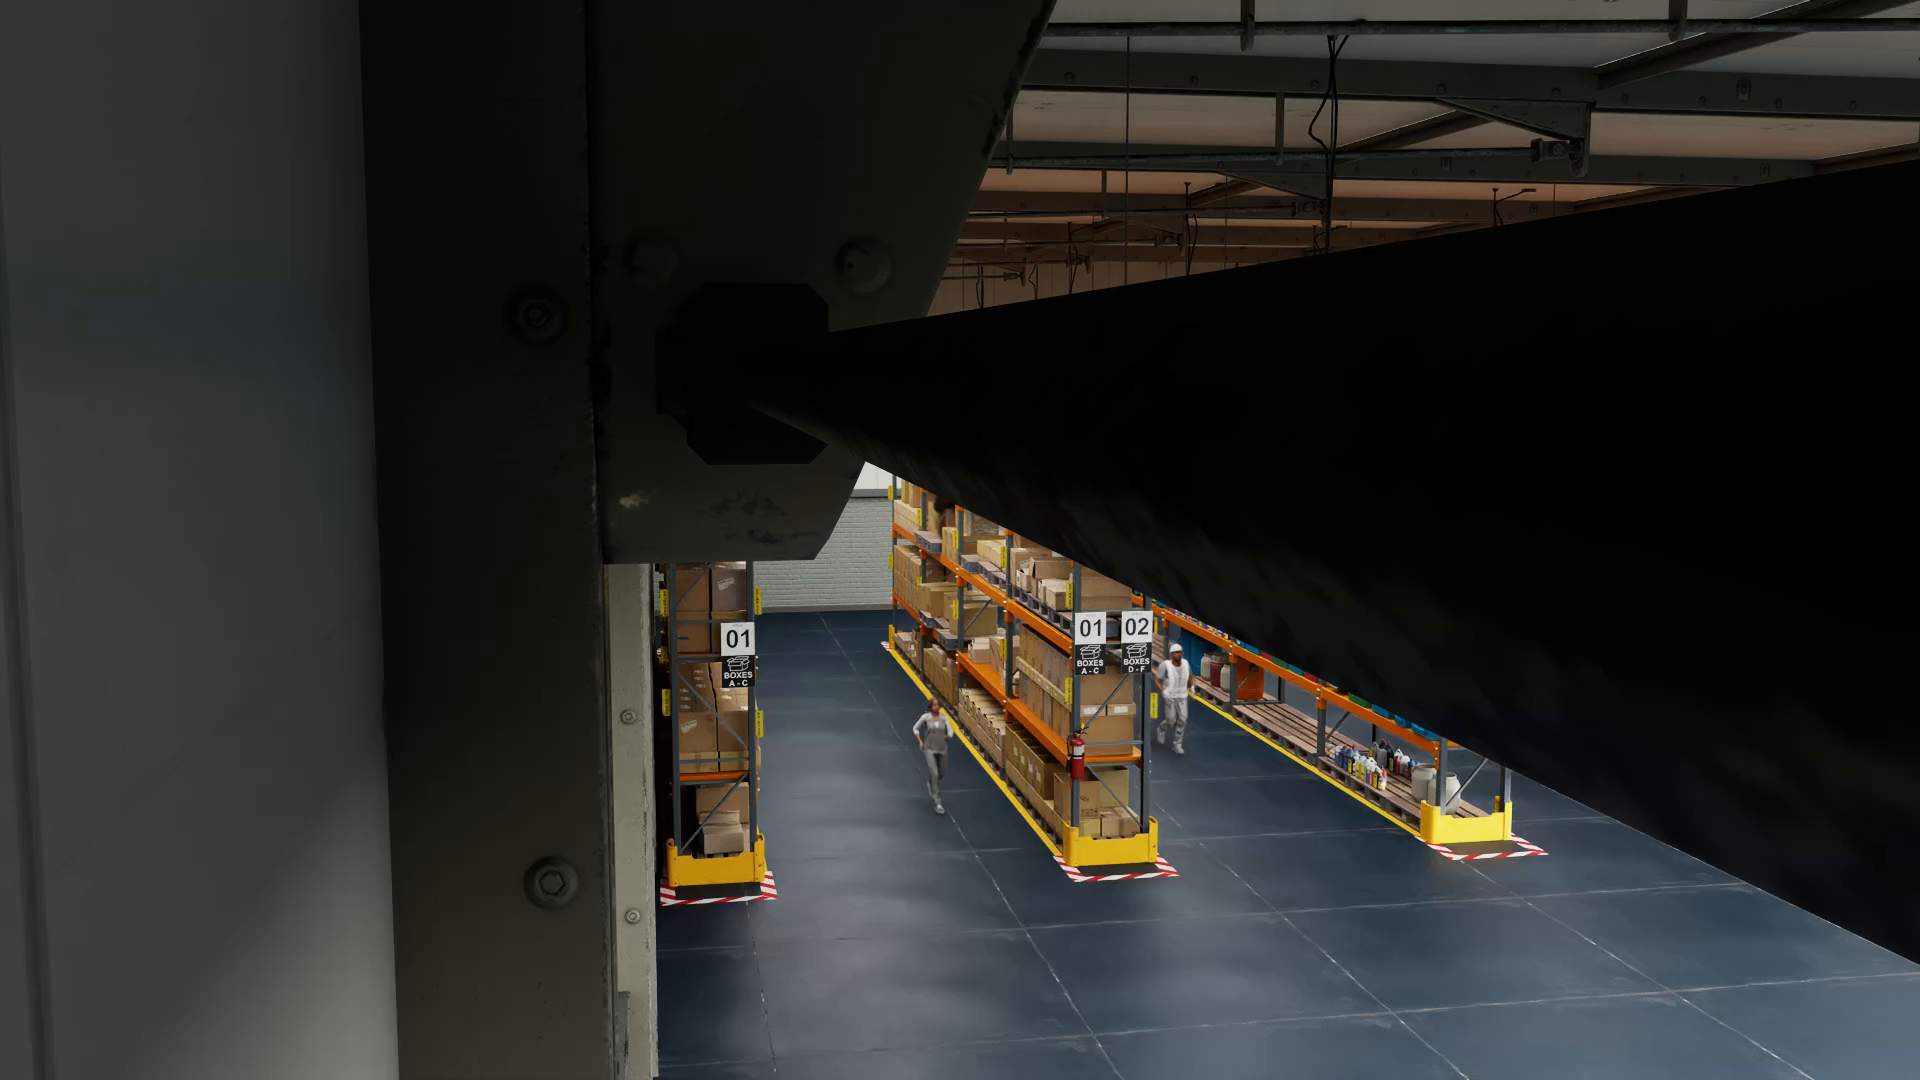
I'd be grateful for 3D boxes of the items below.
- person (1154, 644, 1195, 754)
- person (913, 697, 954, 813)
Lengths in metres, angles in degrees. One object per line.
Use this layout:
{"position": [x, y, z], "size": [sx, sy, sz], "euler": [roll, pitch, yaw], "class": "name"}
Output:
{"position": [3.482, 2.550, 26.987], "size": [0.707, 1.763, 0.693], "euler": [-2, 7, -19], "class": "person"}
{"position": [-0.362, 2.992, 23.490], "size": [0.543, 1.576, 0.877], "euler": [-2, 7, -19], "class": "person"}
